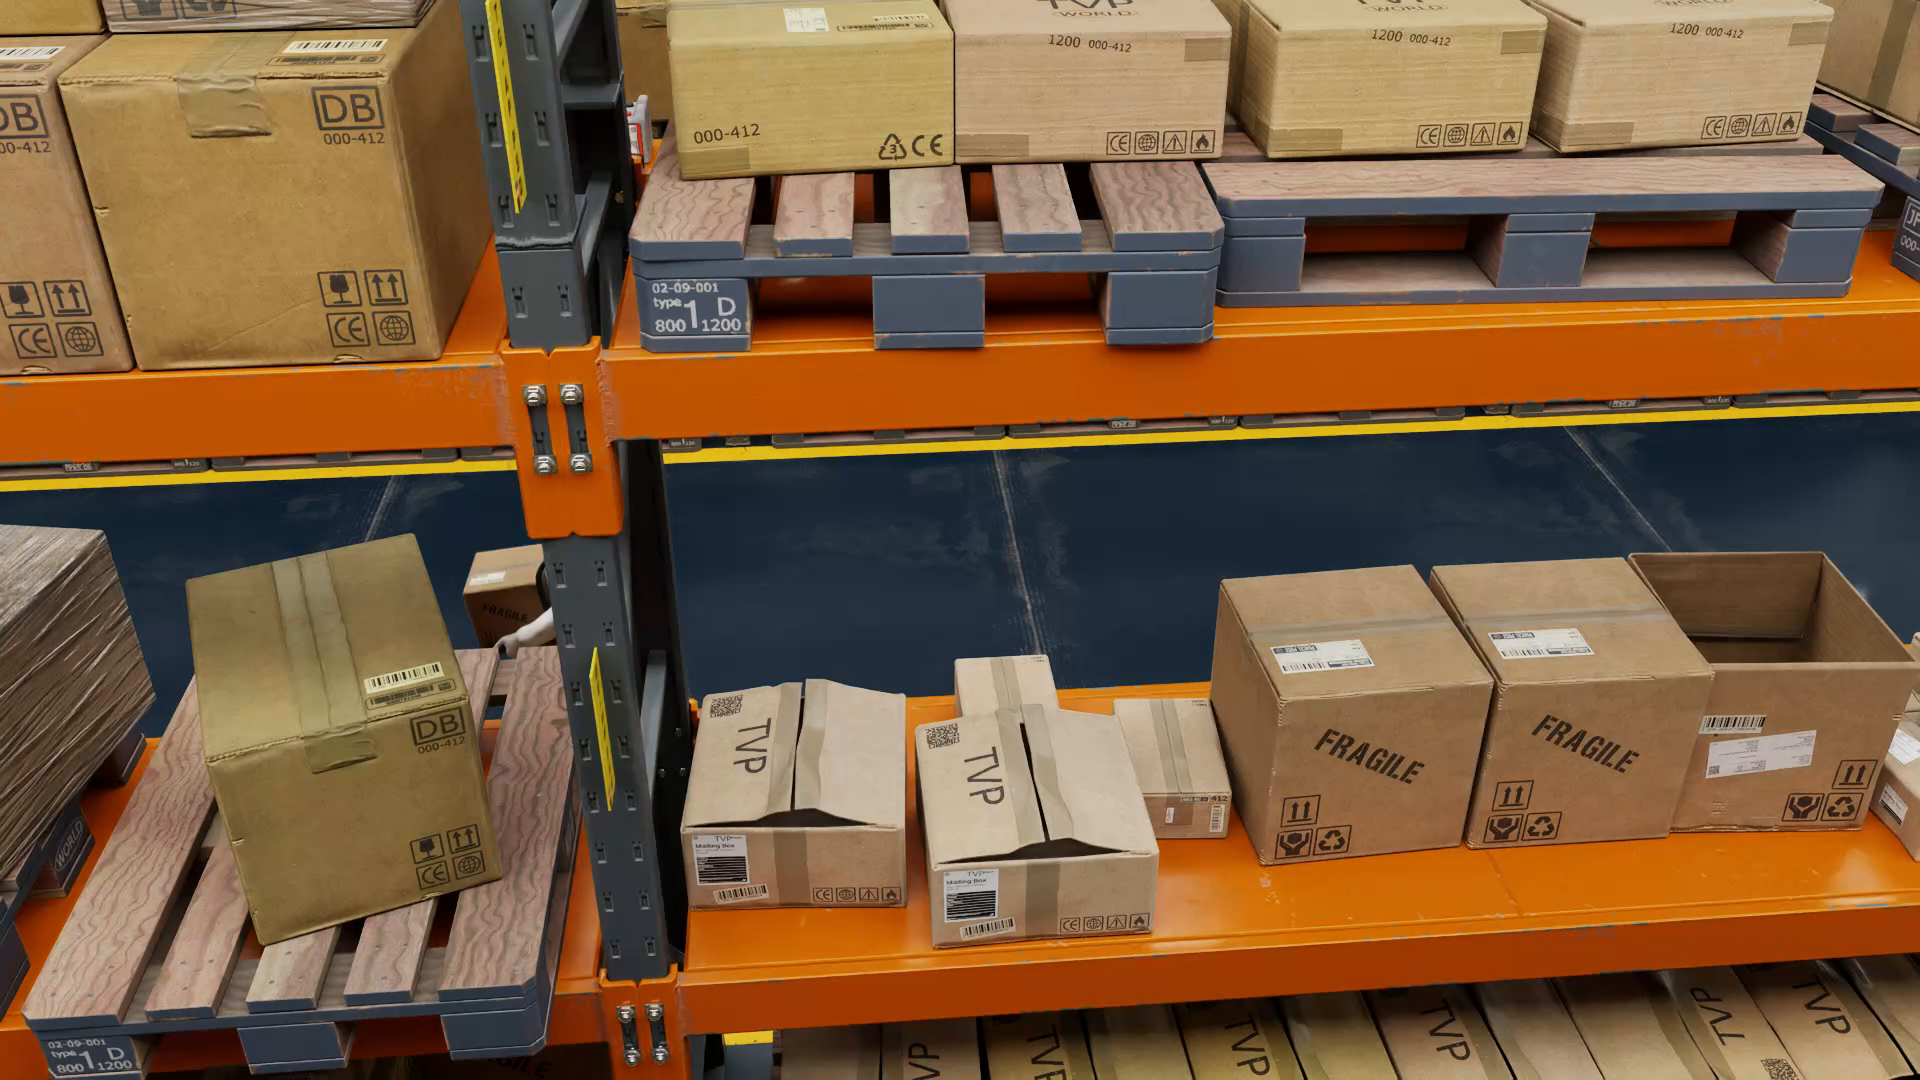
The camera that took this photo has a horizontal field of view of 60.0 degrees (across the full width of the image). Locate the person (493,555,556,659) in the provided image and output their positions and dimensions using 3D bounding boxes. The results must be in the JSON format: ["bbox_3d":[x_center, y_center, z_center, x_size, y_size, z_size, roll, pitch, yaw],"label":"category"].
[{"bbox_3d":[-1.260,0.327,5.574,0.549,1.686,0.459,-2,31,-4],"label":"person"}]
